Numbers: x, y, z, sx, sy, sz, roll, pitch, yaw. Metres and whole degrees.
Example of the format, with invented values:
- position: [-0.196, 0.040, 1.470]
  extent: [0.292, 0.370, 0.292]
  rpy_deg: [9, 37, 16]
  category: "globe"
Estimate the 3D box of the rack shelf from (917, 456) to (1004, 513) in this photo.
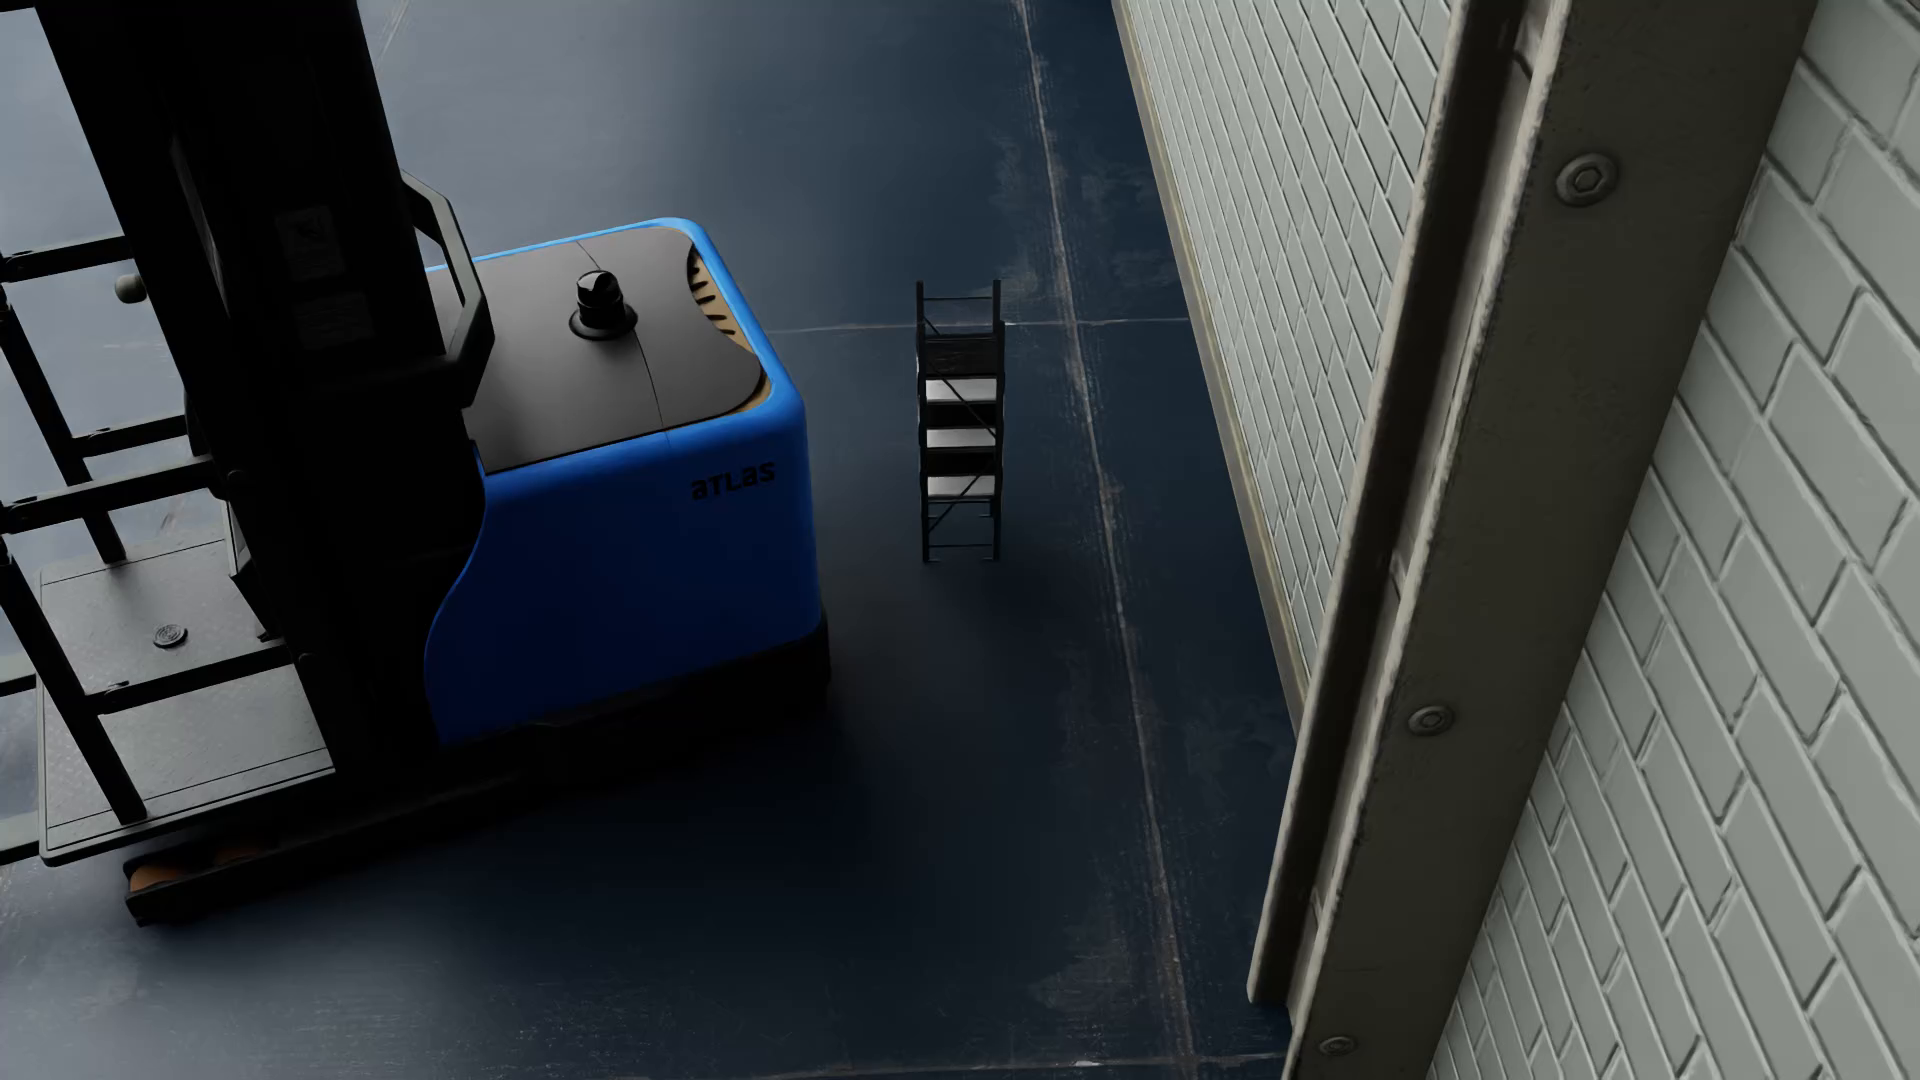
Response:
- position: [0.000, -0.180, 5.096]
  extent: [0.258, 0.077, 0.200]
  rpy_deg: [-2, 43, -2]
  category: "rack shelf"

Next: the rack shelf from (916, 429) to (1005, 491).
- position: [0.000, -0.246, 5.035]
  extent: [0.258, 0.077, 0.200]
  rpy_deg: [-2, 43, -2]
  category: "rack shelf"

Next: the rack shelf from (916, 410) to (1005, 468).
- position: [0.000, -0.313, 4.974]
  extent: [0.258, 0.077, 0.200]
  rpy_deg: [-2, 43, -2]
  category: "rack shelf"

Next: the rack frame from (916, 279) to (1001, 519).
- position: [-0.005, -0.406, 5.027]
  extent: [0.240, 0.900, 0.006]
  rpy_deg: [-2, 43, -2]
  category: "rack frame"

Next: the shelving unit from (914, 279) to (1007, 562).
- position: [0.000, -0.337, 4.952]
  extent: [0.258, 0.900, 0.210]
  rpy_deg: [-2, 43, -2]
  category: "shelving unit"

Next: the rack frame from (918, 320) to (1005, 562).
- position: [0.004, -0.269, 4.877]
  extent: [0.240, 0.900, 0.006]
  rpy_deg: [-2, 43, -2]
  category: "rack frame"

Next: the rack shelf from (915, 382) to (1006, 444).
- position: [0.000, -0.379, 4.914]
  extent: [0.258, 0.077, 0.200]
  rpy_deg: [-2, 43, -2]
  category: "rack shelf"

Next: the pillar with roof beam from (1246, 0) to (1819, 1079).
- position: [-3.439, -1.980, 0.750]
  extent: [9.100, 9.000, 0.400]
  rpy_deg: [-2, 43, -2]
  category: "pillar with roof beam"

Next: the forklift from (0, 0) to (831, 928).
- position: [-1.932, -0.527, 3.656]
  extent: [3.031, 2.935, 1.130]
  rpy_deg: [-16, 45, -17]
  category: "forklift"

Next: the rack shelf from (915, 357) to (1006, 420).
- position: [0.000, -0.445, 4.853]
  extent: [0.258, 0.077, 0.200]
  rpy_deg: [-2, 43, -2]
  category: "rack shelf"

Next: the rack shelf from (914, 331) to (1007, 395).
- position: [0.000, -0.512, 4.792]
  extent: [0.258, 0.077, 0.200]
  rpy_deg: [-2, 43, -2]
  category: "rack shelf"
